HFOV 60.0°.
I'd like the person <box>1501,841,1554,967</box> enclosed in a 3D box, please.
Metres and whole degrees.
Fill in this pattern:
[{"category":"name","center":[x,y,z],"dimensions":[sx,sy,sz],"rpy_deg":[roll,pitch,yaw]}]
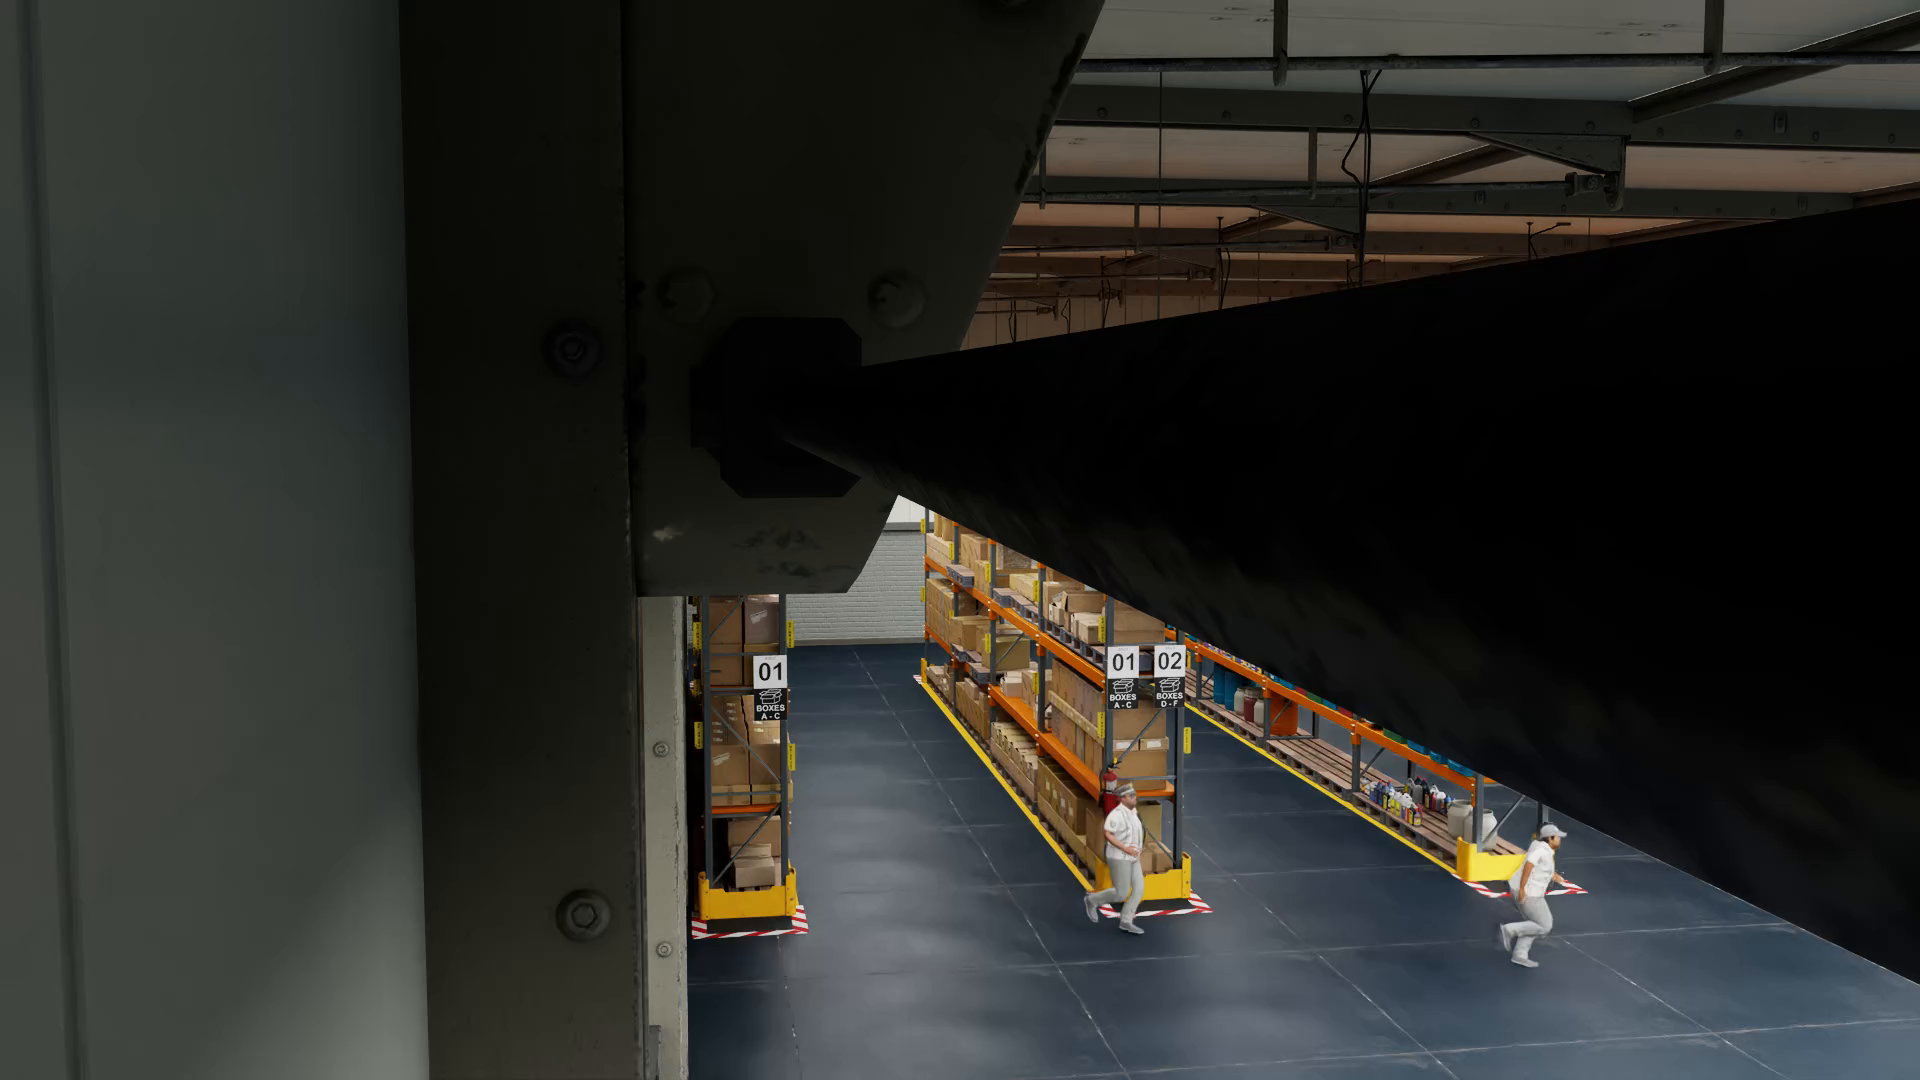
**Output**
[{"category":"person","center":[6.291,4.025,18.429],"dimensions":[0.559,1.418,0.564],"rpy_deg":[0,5,4]}]

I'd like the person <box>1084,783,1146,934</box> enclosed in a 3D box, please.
[{"category":"person","center":[1.898,3.734,19.710],"dimensions":[0.743,1.756,0.686],"rpy_deg":[3,6,33]}]
